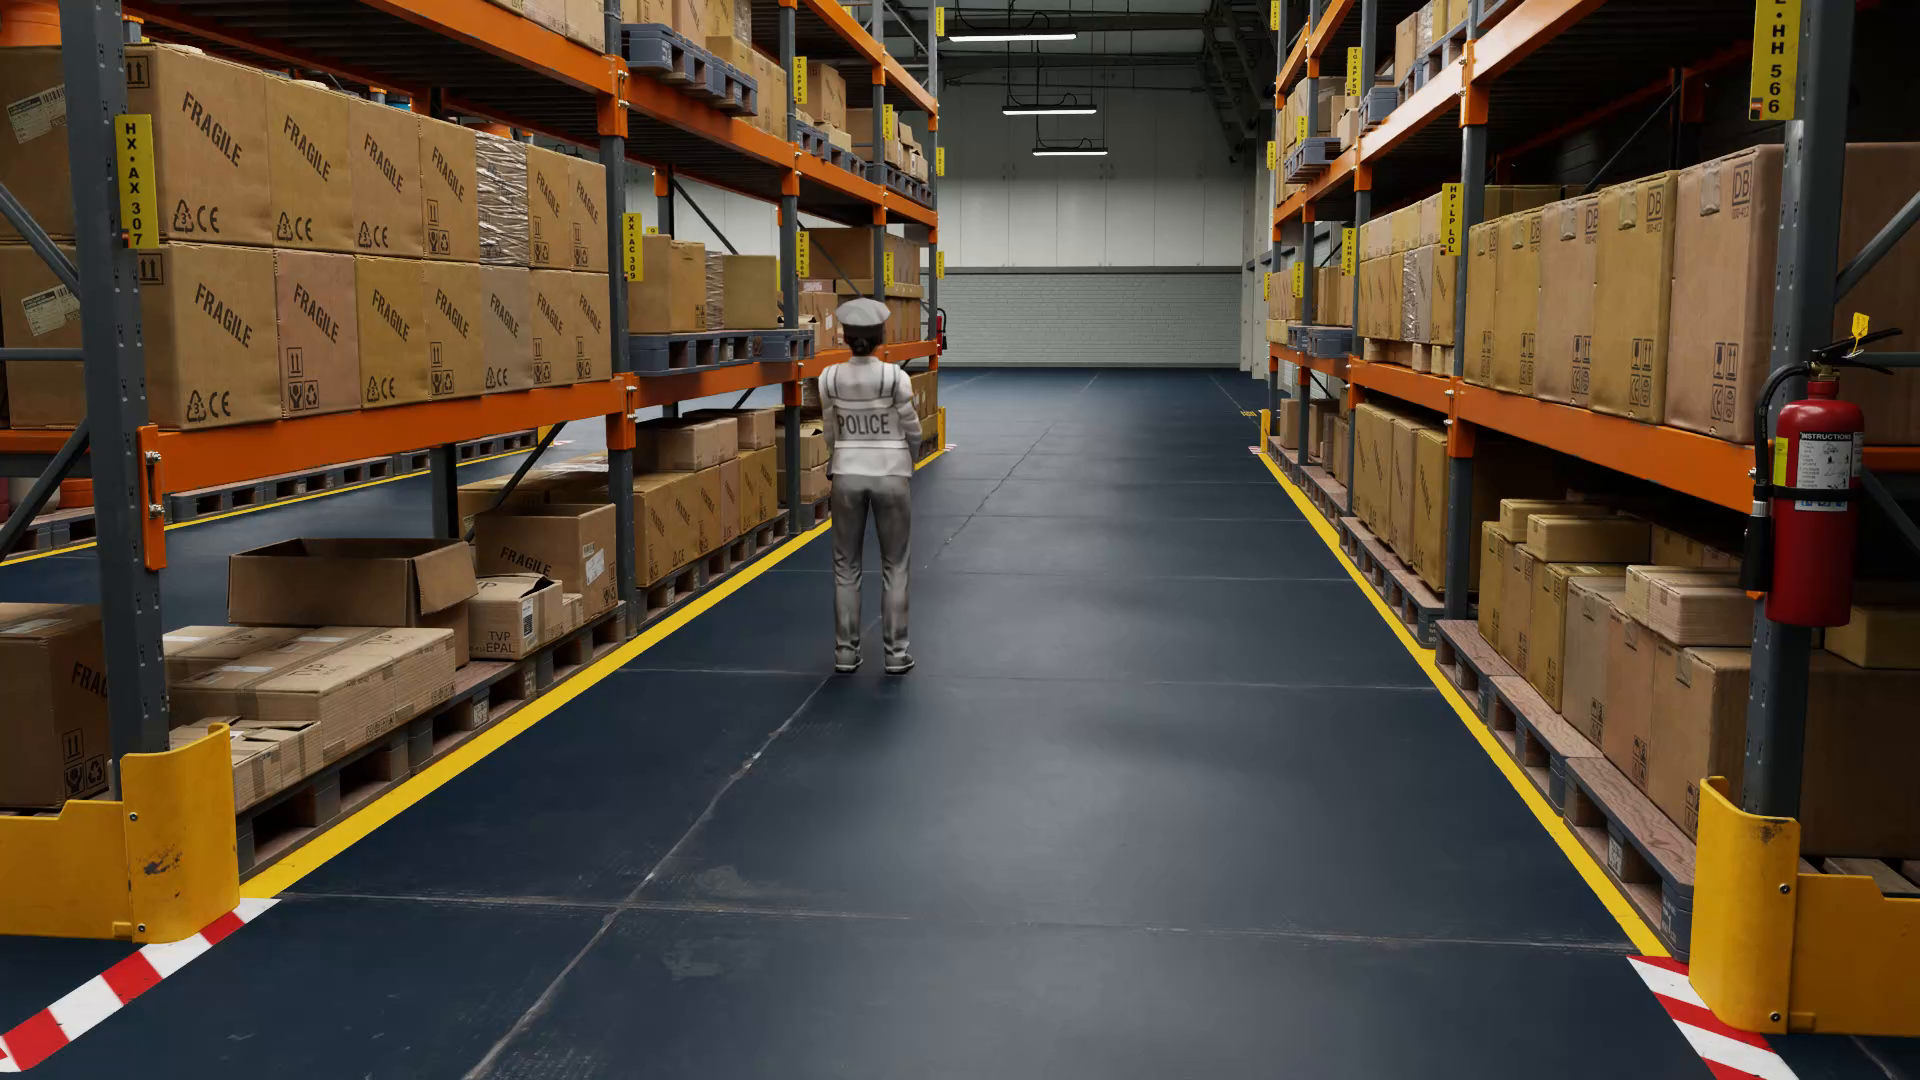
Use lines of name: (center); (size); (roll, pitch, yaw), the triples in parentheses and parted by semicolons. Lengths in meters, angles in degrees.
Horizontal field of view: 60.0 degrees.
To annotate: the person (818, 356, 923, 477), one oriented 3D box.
person: (-0.397, -0.557, 7.498); (0.459, 0.548, 0.412); (1, 8, 7)
